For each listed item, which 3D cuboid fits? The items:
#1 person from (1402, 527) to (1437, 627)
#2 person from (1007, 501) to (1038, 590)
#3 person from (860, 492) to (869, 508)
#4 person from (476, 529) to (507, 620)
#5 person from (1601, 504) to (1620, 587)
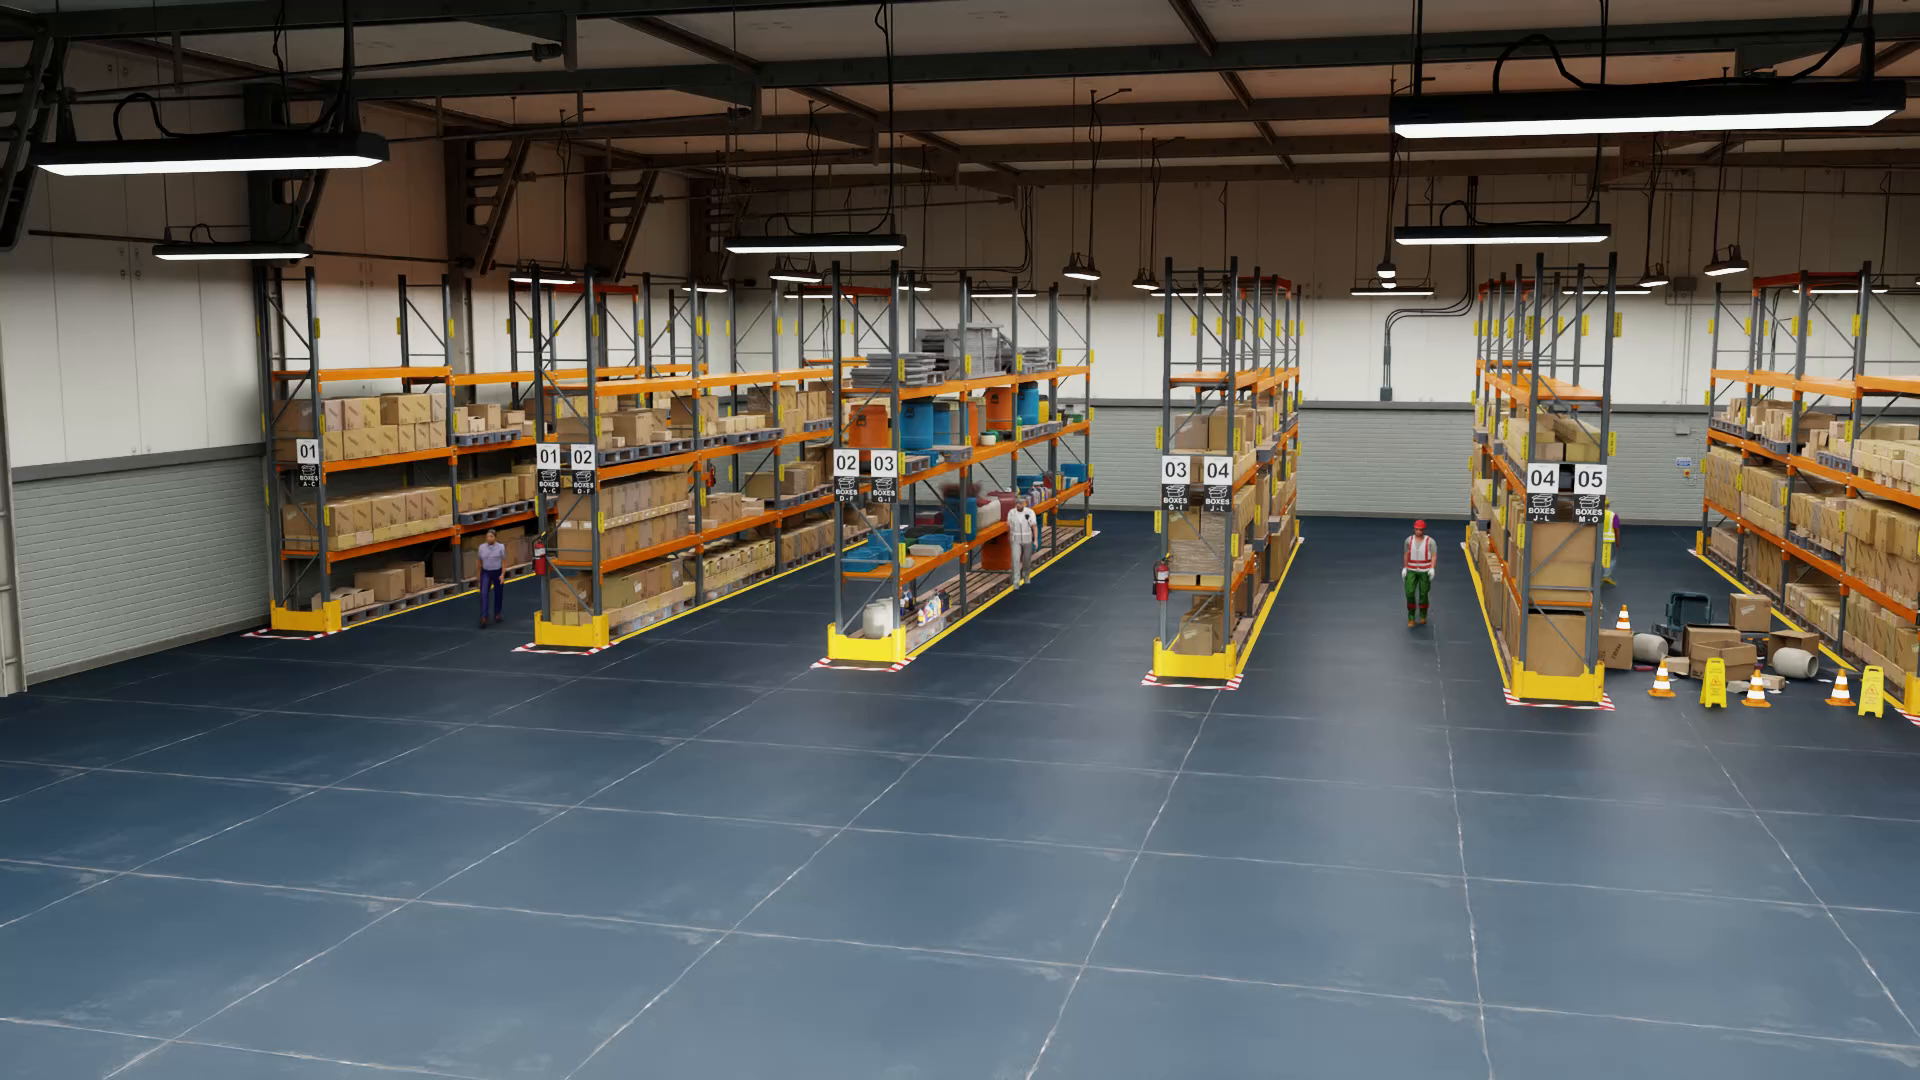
[{"bbox_3d":[7.766,0.595,28.147,0.590,1.793,0.524,4,8,26],"label":"person"},{"bbox_3d":[1.139,0.027,30.375,0.560,1.675,1.041,0,7,0],"label":"person"},{"bbox_3d":[-2.669,-1.367,44.477,0.439,1.434,0.696,-5,9,-37],"label":"person"},{"bbox_3d":[-7.986,0.567,28.364,0.494,1.528,0.837,-2,8,-19],"label":"person"},{"bbox_3d":[12.487,0.062,32.282,0.598,1.729,0.526,4,8,26],"label":"person"}]
